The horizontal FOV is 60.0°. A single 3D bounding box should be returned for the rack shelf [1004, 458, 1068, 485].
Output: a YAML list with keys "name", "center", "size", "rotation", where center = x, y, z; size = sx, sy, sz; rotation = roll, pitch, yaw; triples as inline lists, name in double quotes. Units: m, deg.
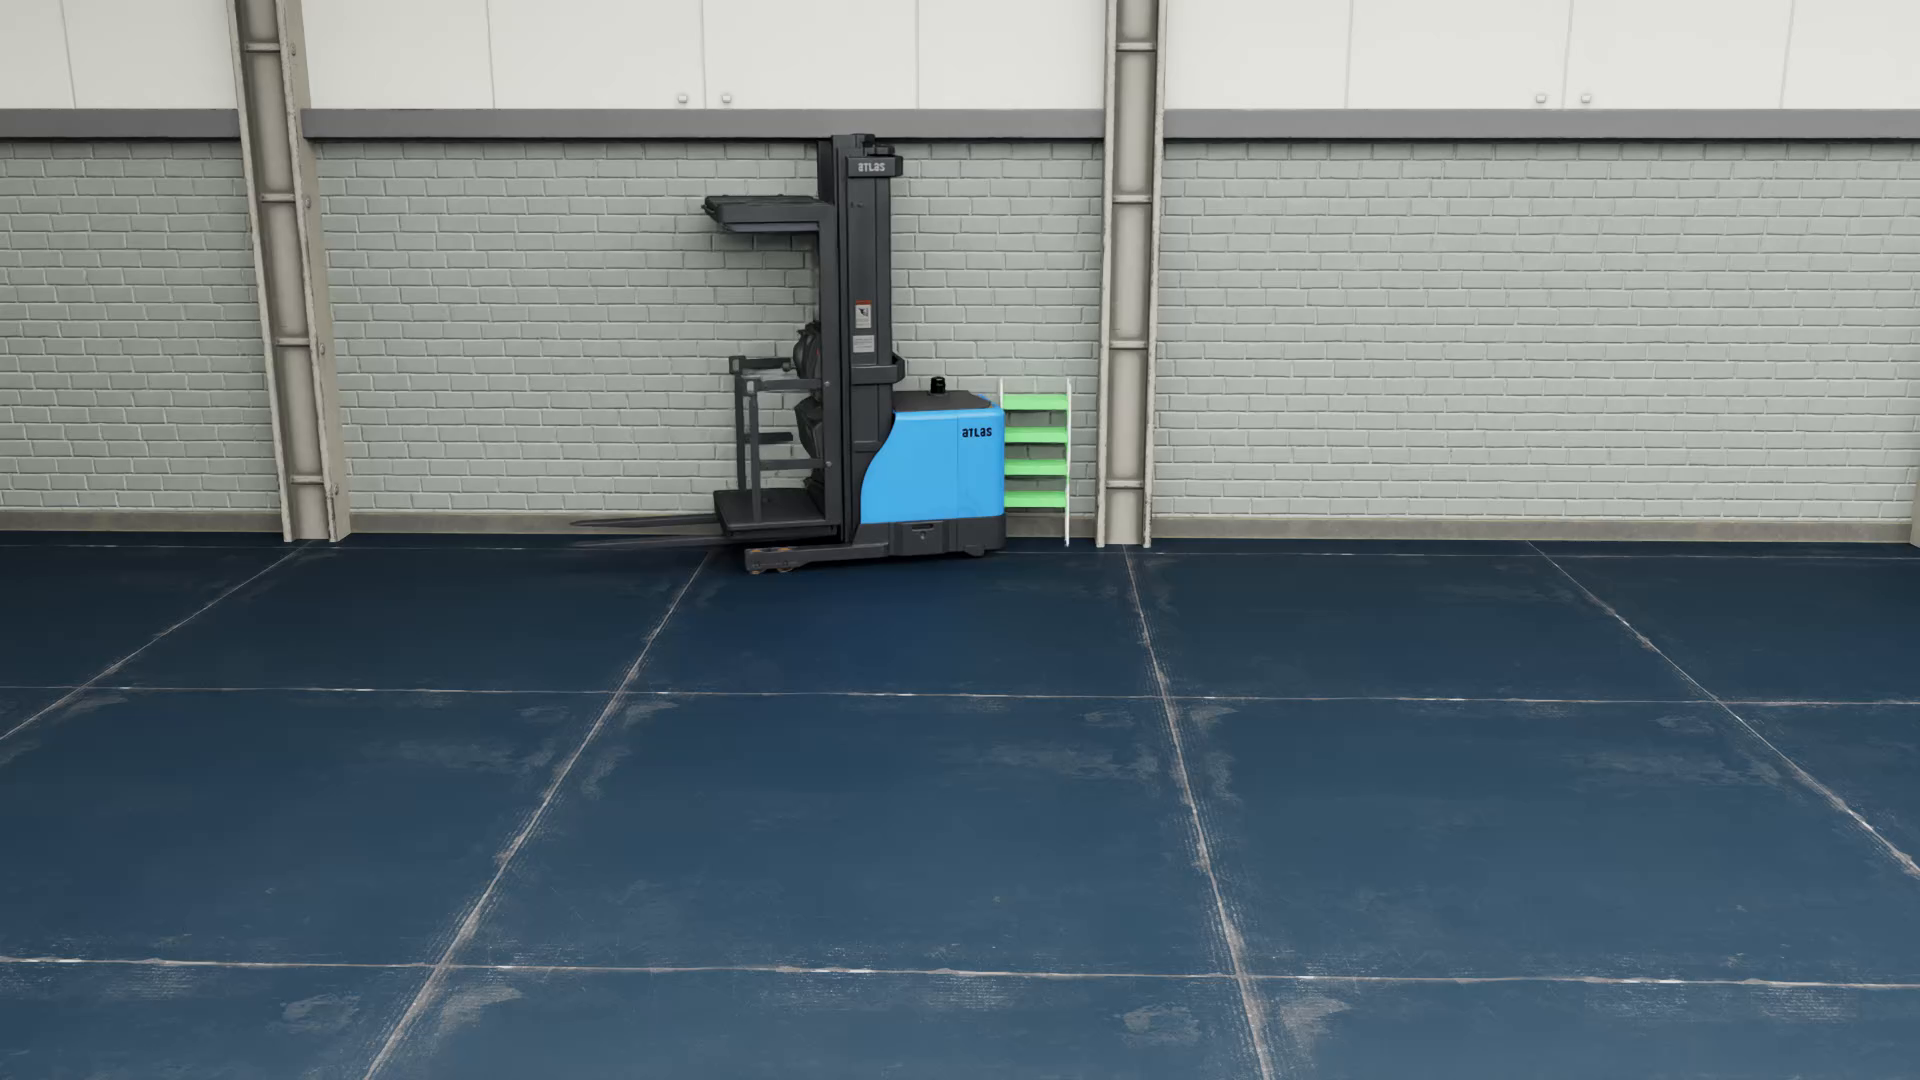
- name: "rack shelf"
  center: [0.544, -0.503, 12.143]
  size: [0.480, 0.148, 0.258]
  rotation: [0, 15, 1]

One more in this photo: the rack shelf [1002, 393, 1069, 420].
- name: "rack shelf"
  center: [0.544, -0.967, 12.021]
  size: [0.480, 0.148, 0.258]
  rotation: [0, 15, 1]

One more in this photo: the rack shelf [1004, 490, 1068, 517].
- name: "rack shelf"
  center: [0.544, -0.271, 12.204]
  size: [0.480, 0.148, 0.258]
  rotation: [0, 15, 1]

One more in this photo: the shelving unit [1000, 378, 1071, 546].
- name: "shelving unit"
  center: [0.544, -0.564, 12.127]
  size: [0.503, 1.200, 0.258]
  rotation: [0, 15, 1]

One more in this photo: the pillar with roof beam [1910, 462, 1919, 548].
- name: "pillar with roof beam"
  center: [7.087, -3.201, 6.833]
  size: [0.400, 9.000, 9.100]
  rotation: [0, 15, 1]

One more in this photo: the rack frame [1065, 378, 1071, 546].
- name: "rack frame"
  center: [0.788, -0.563, 12.123]
  size: [0.015, 1.200, 0.240]
  rotation: [0, 15, 1]

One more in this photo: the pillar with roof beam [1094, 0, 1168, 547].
- name: "pillar with roof beam"
  center: [1.089, -3.240, 6.981]
  size: [0.400, 9.000, 9.100]
  rotation: [0, 15, 1]

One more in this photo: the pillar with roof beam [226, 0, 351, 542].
- name: "pillar with roof beam"
  center: [-4.909, -3.279, 7.129]
  size: [0.400, 9.000, 9.100]
  rotation: [0, 15, 1]

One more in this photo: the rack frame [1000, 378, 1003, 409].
- name: "rack frame"
  center: [0.300, -0.565, 12.131]
  size: [0.015, 1.200, 0.240]
  rotation: [0, 15, 1]

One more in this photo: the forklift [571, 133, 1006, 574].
- name: "forklift"
  center: [-1.245, -1.331, 11.639]
  size: [3.031, 2.935, 1.130]
  rotation: [-3, 15, -13]

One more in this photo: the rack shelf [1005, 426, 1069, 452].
- name: "rack shelf"
  center: [0.544, -0.735, 12.082]
  size: [0.480, 0.148, 0.258]
  rotation: [0, 15, 1]
